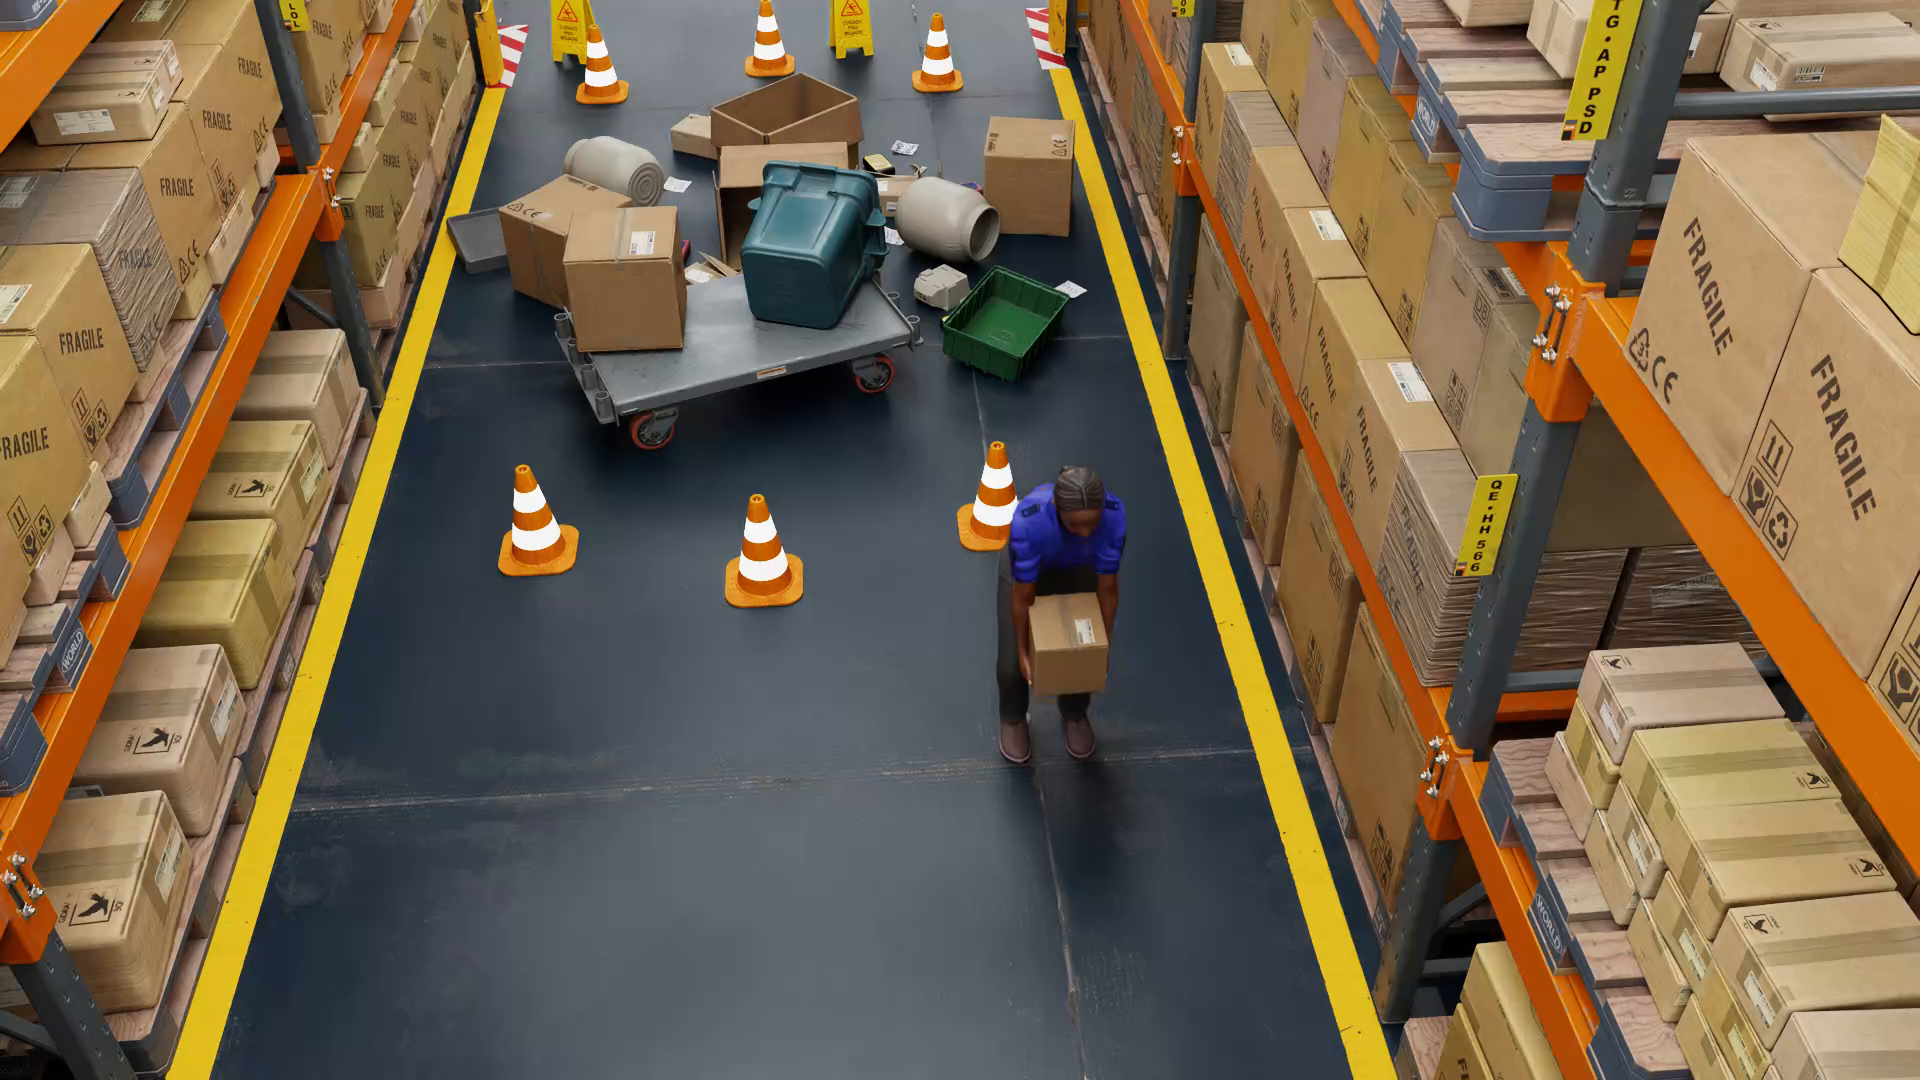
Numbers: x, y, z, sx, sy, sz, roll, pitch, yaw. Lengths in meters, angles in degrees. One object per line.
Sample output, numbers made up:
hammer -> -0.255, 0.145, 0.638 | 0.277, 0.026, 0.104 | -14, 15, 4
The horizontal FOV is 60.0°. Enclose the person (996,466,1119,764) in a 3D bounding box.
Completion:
person -> 0.347, 0.247, 5.965 | 0.402, 1.531, 0.614 | -4, 40, -5
